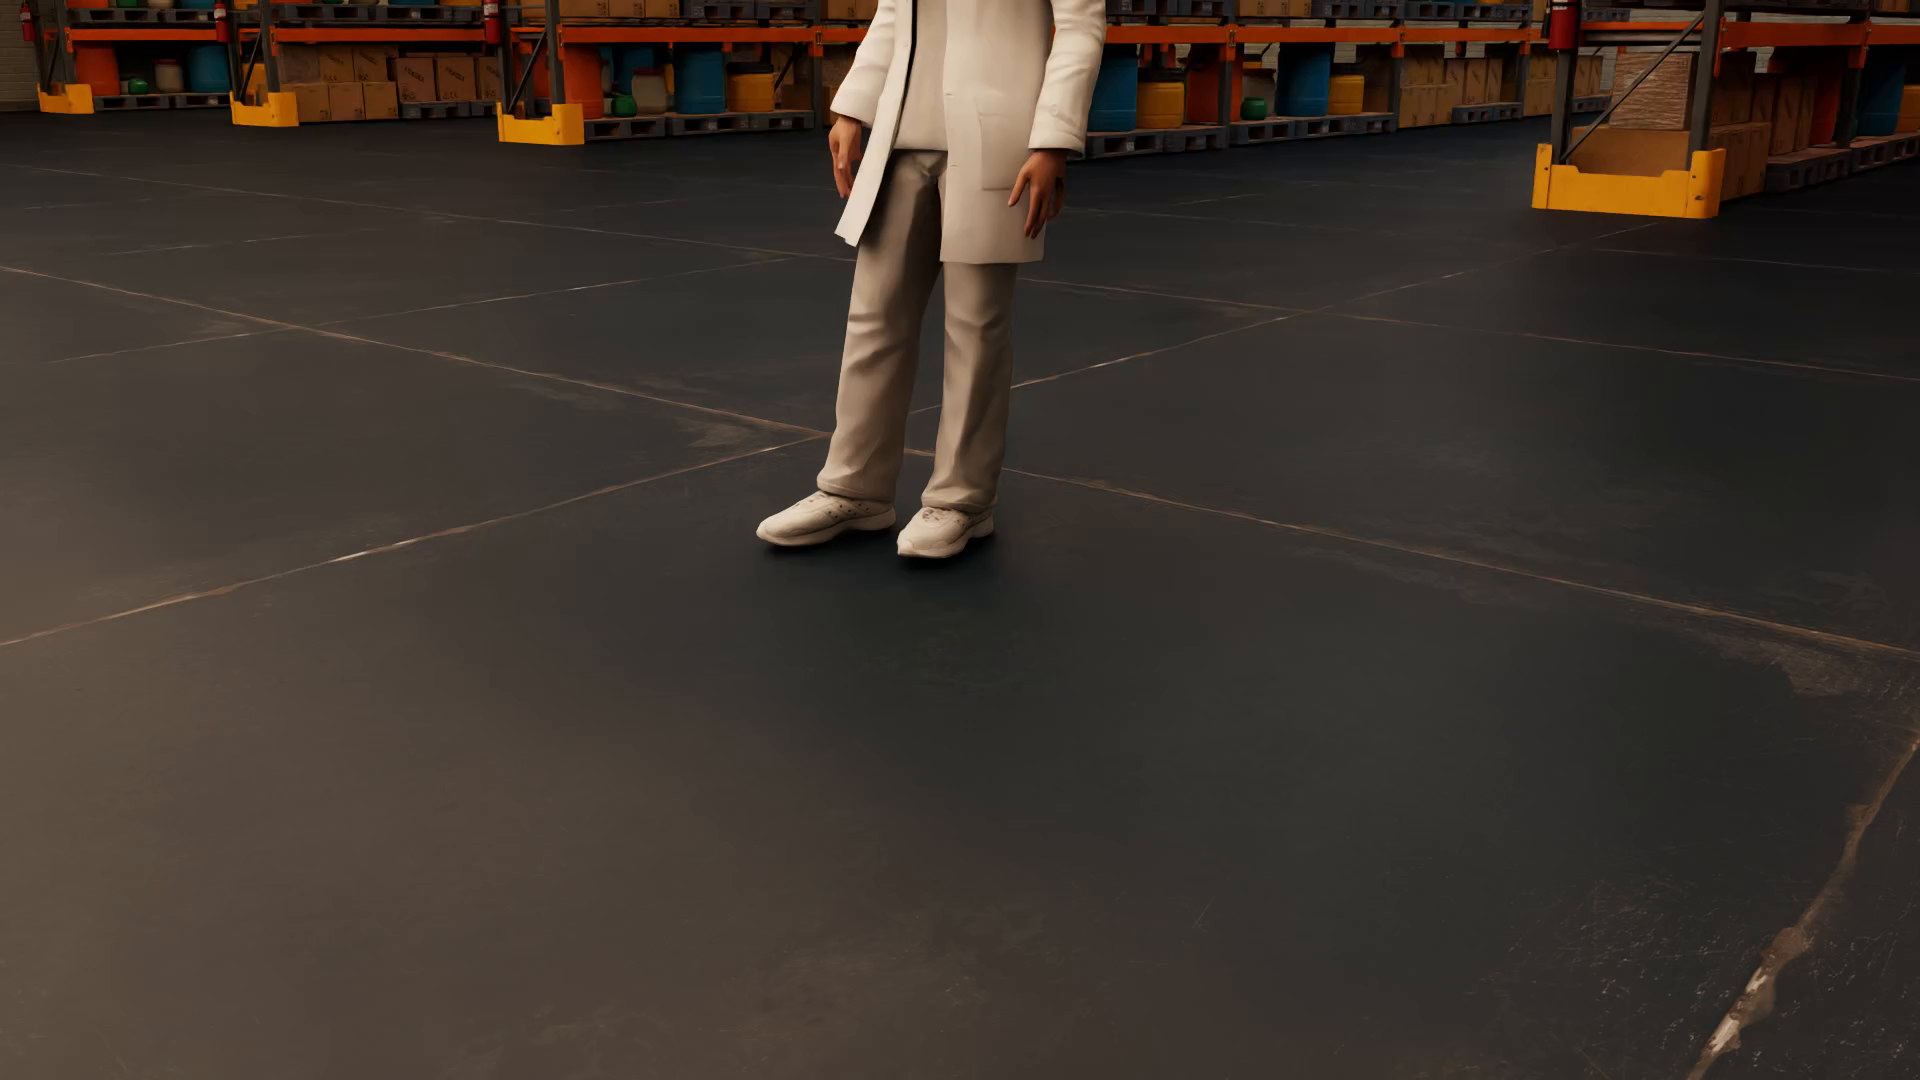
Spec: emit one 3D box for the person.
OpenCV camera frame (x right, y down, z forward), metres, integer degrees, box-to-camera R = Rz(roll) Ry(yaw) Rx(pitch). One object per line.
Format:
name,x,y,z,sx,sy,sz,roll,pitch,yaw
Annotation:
person,-0.061,-0.838,3.618,0.696,1.775,0.581,13,21,37
